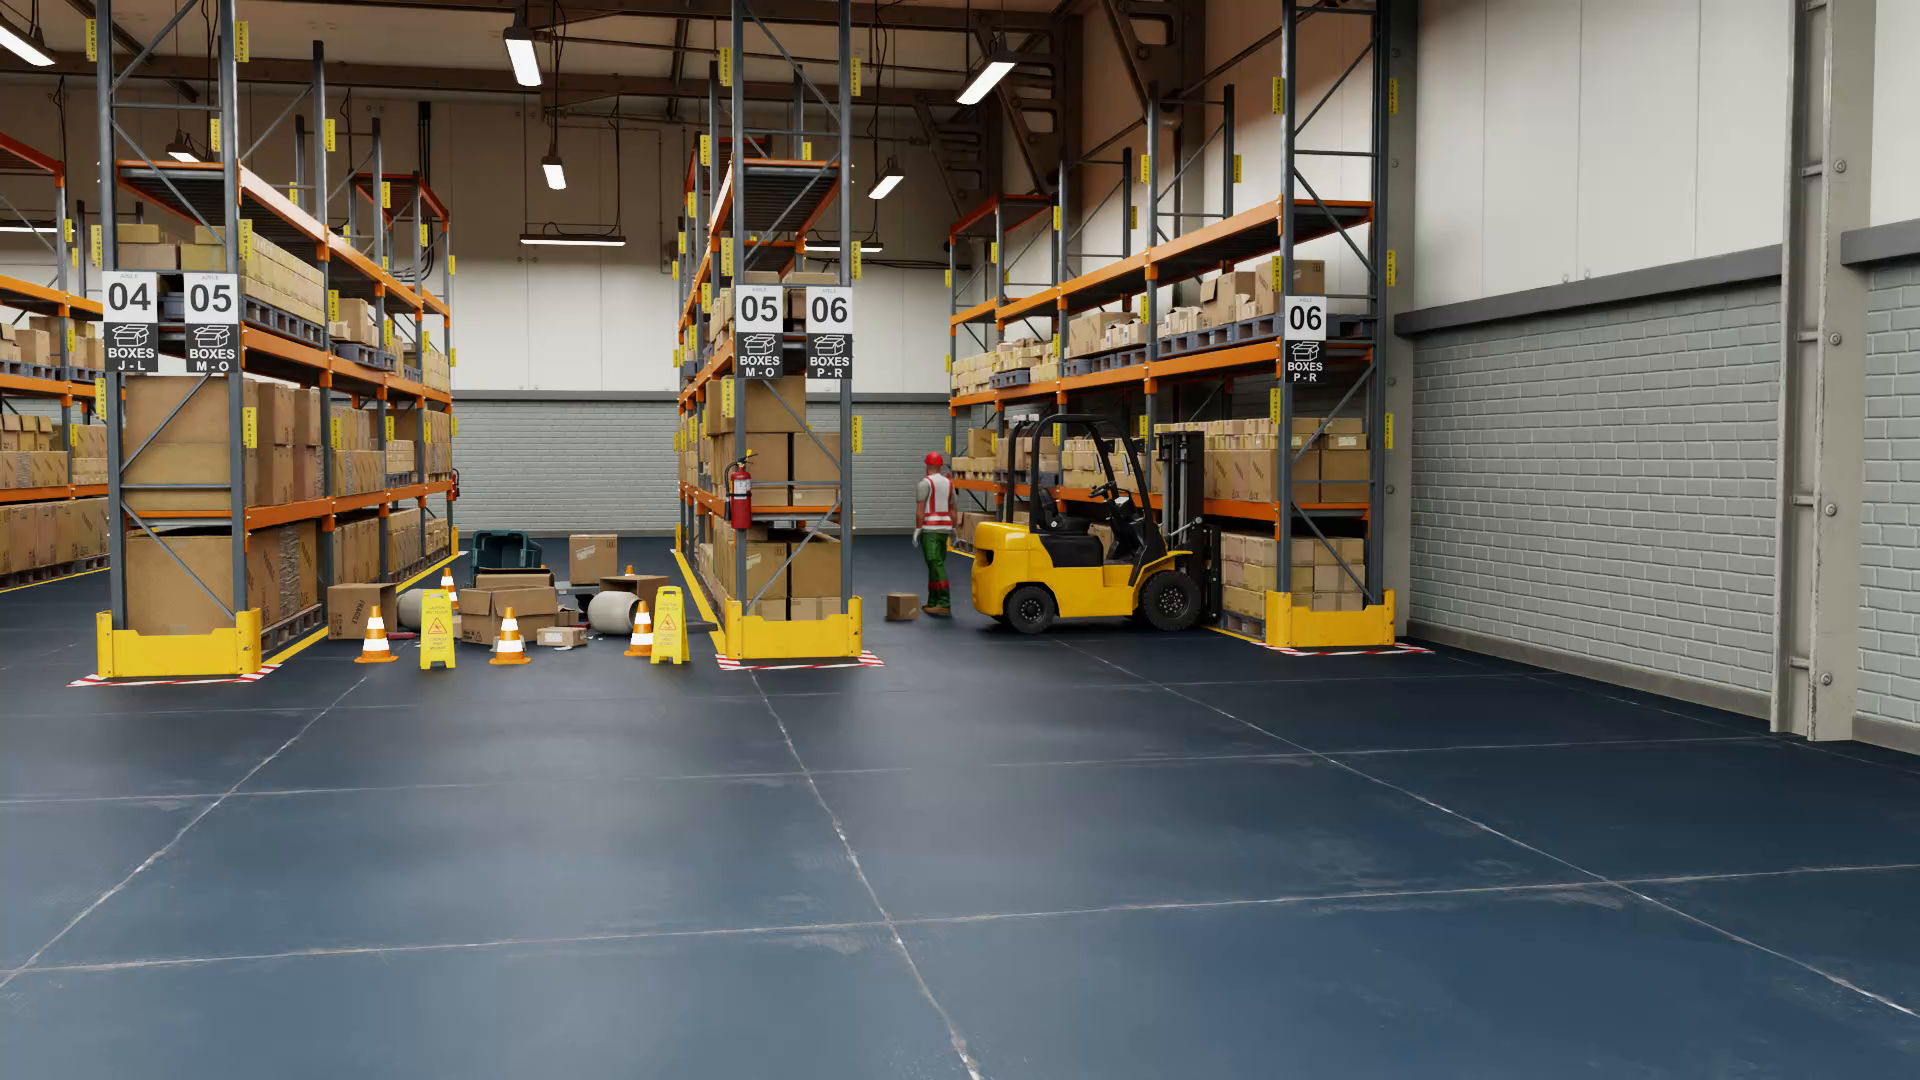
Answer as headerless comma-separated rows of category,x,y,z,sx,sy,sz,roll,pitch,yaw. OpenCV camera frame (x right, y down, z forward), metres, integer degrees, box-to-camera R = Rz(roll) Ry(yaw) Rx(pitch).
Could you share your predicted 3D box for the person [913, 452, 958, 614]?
person,-0.280,-0.074,18.306,0.624,1.790,0.608,3,4,41
